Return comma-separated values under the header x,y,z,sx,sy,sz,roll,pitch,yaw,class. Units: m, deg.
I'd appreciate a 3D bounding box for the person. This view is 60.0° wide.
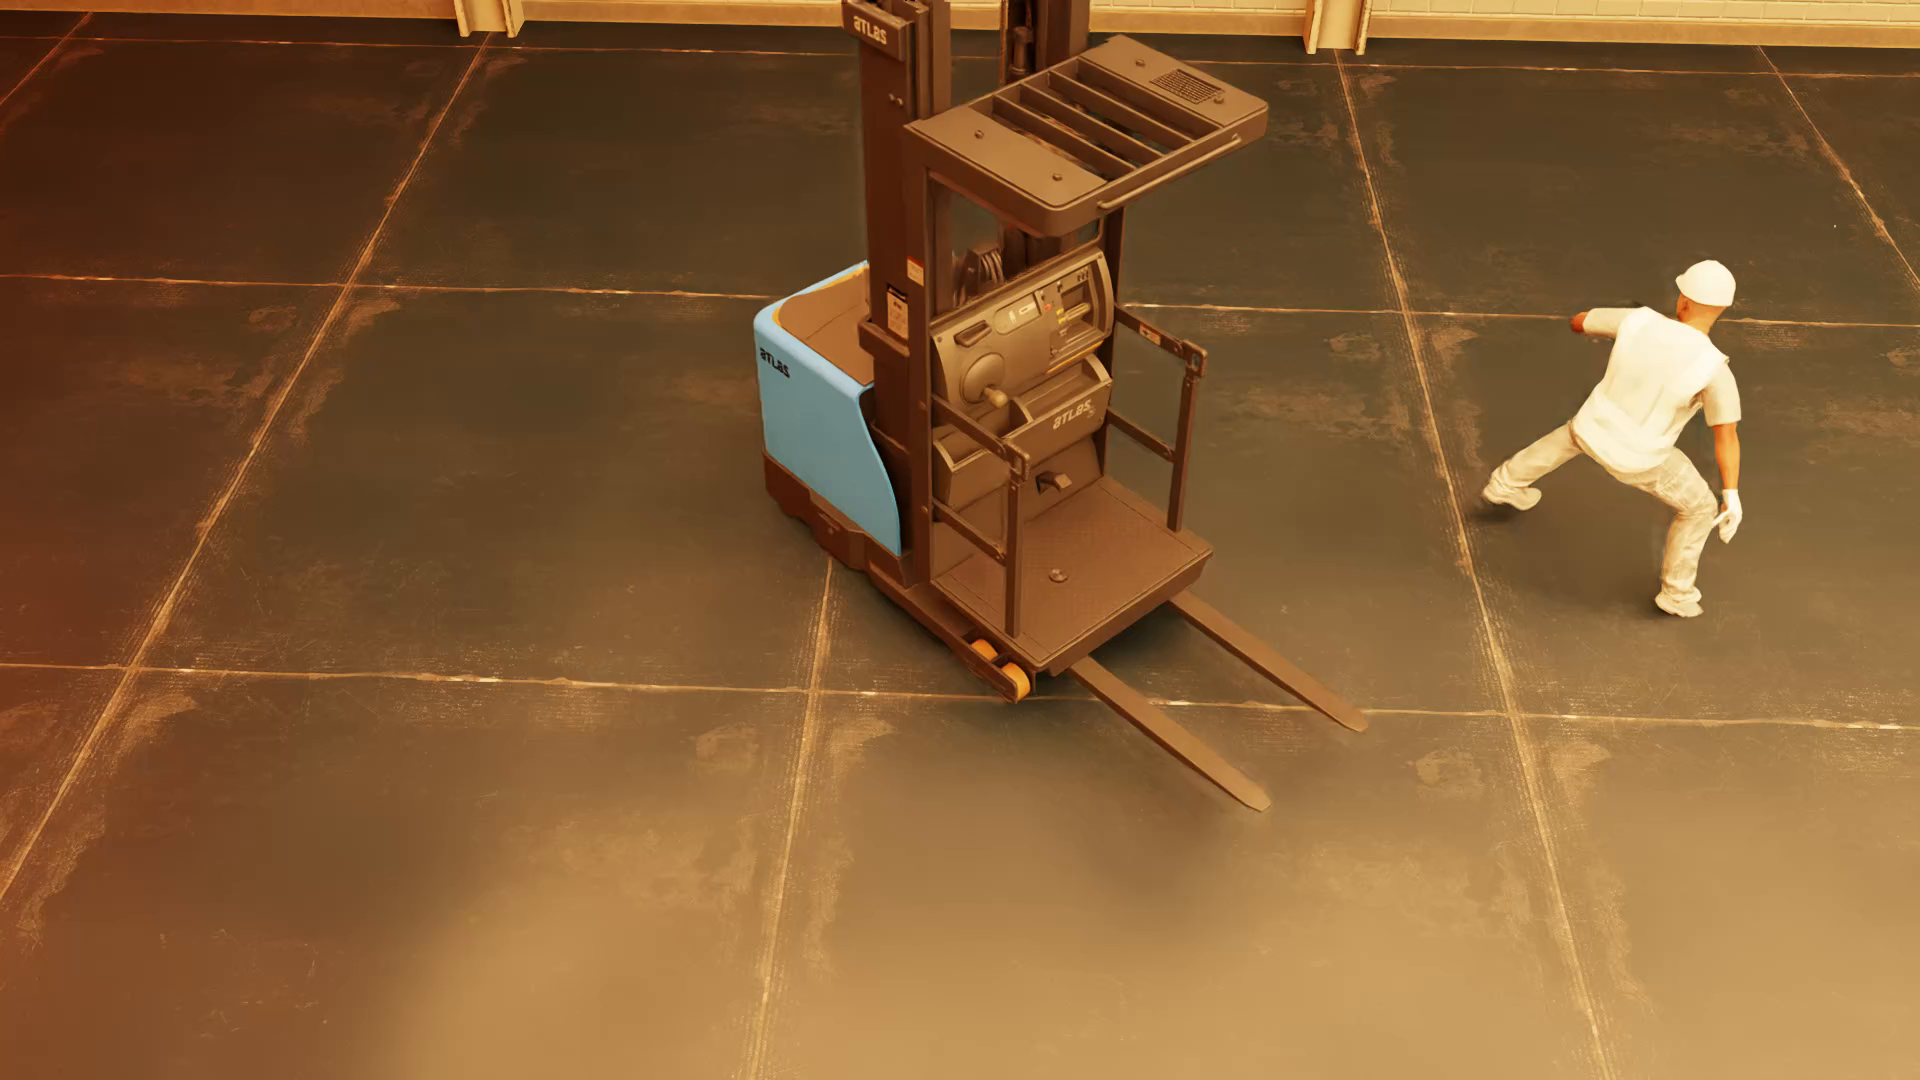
x,y,z,sx,sy,sz,roll,pitch,yaw,class
3.001,-0.409,7.254,0.556,1.663,1.232,-20,46,-21,person

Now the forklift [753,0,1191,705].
x,y,z,sx,sy,sz,roll,pitch,yaw,class
0.409,-0.778,6.594,1.130,2.935,3.031,-31,51,-29,forklift
